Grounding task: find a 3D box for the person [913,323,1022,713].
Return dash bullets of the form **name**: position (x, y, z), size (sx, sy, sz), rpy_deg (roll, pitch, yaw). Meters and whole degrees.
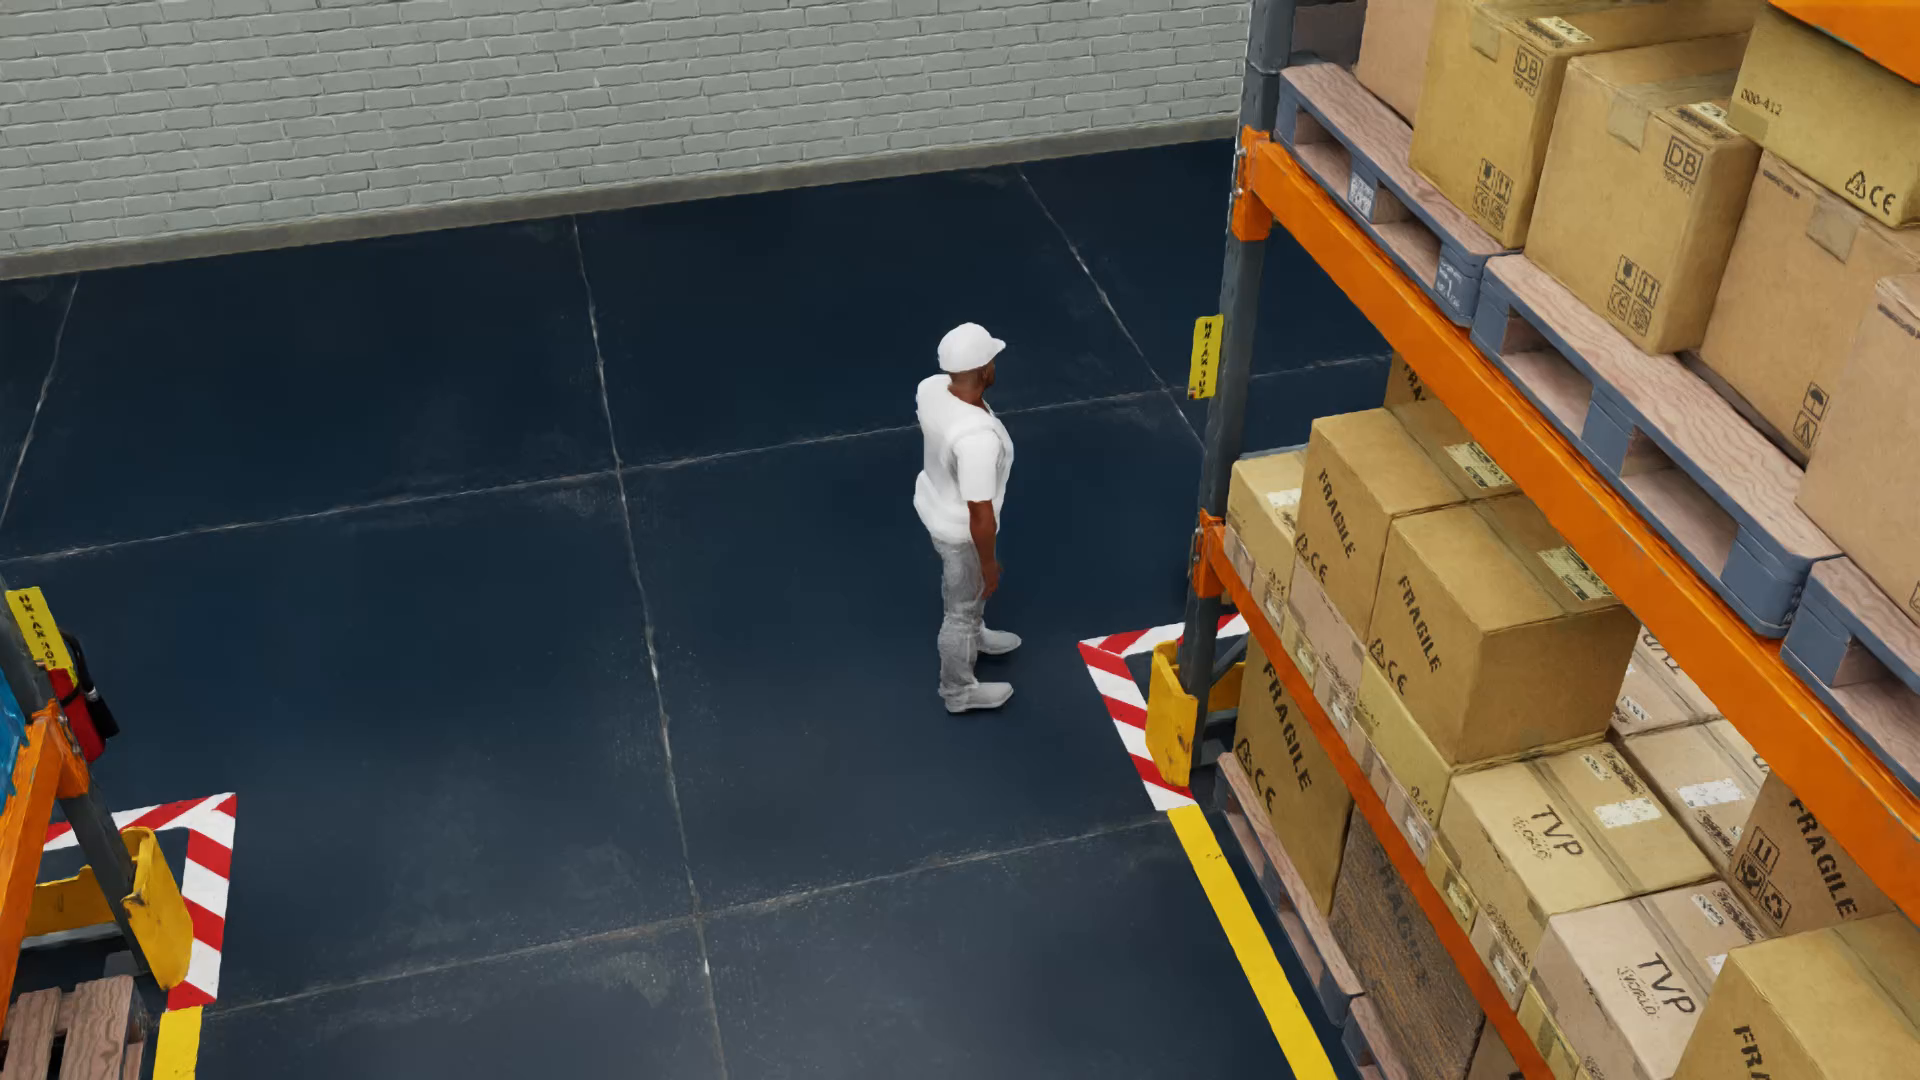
- **person**: position (0.081, -0.088, 6.790), size (0.489, 1.767, 0.646), rpy_deg (-13, 40, -16)
